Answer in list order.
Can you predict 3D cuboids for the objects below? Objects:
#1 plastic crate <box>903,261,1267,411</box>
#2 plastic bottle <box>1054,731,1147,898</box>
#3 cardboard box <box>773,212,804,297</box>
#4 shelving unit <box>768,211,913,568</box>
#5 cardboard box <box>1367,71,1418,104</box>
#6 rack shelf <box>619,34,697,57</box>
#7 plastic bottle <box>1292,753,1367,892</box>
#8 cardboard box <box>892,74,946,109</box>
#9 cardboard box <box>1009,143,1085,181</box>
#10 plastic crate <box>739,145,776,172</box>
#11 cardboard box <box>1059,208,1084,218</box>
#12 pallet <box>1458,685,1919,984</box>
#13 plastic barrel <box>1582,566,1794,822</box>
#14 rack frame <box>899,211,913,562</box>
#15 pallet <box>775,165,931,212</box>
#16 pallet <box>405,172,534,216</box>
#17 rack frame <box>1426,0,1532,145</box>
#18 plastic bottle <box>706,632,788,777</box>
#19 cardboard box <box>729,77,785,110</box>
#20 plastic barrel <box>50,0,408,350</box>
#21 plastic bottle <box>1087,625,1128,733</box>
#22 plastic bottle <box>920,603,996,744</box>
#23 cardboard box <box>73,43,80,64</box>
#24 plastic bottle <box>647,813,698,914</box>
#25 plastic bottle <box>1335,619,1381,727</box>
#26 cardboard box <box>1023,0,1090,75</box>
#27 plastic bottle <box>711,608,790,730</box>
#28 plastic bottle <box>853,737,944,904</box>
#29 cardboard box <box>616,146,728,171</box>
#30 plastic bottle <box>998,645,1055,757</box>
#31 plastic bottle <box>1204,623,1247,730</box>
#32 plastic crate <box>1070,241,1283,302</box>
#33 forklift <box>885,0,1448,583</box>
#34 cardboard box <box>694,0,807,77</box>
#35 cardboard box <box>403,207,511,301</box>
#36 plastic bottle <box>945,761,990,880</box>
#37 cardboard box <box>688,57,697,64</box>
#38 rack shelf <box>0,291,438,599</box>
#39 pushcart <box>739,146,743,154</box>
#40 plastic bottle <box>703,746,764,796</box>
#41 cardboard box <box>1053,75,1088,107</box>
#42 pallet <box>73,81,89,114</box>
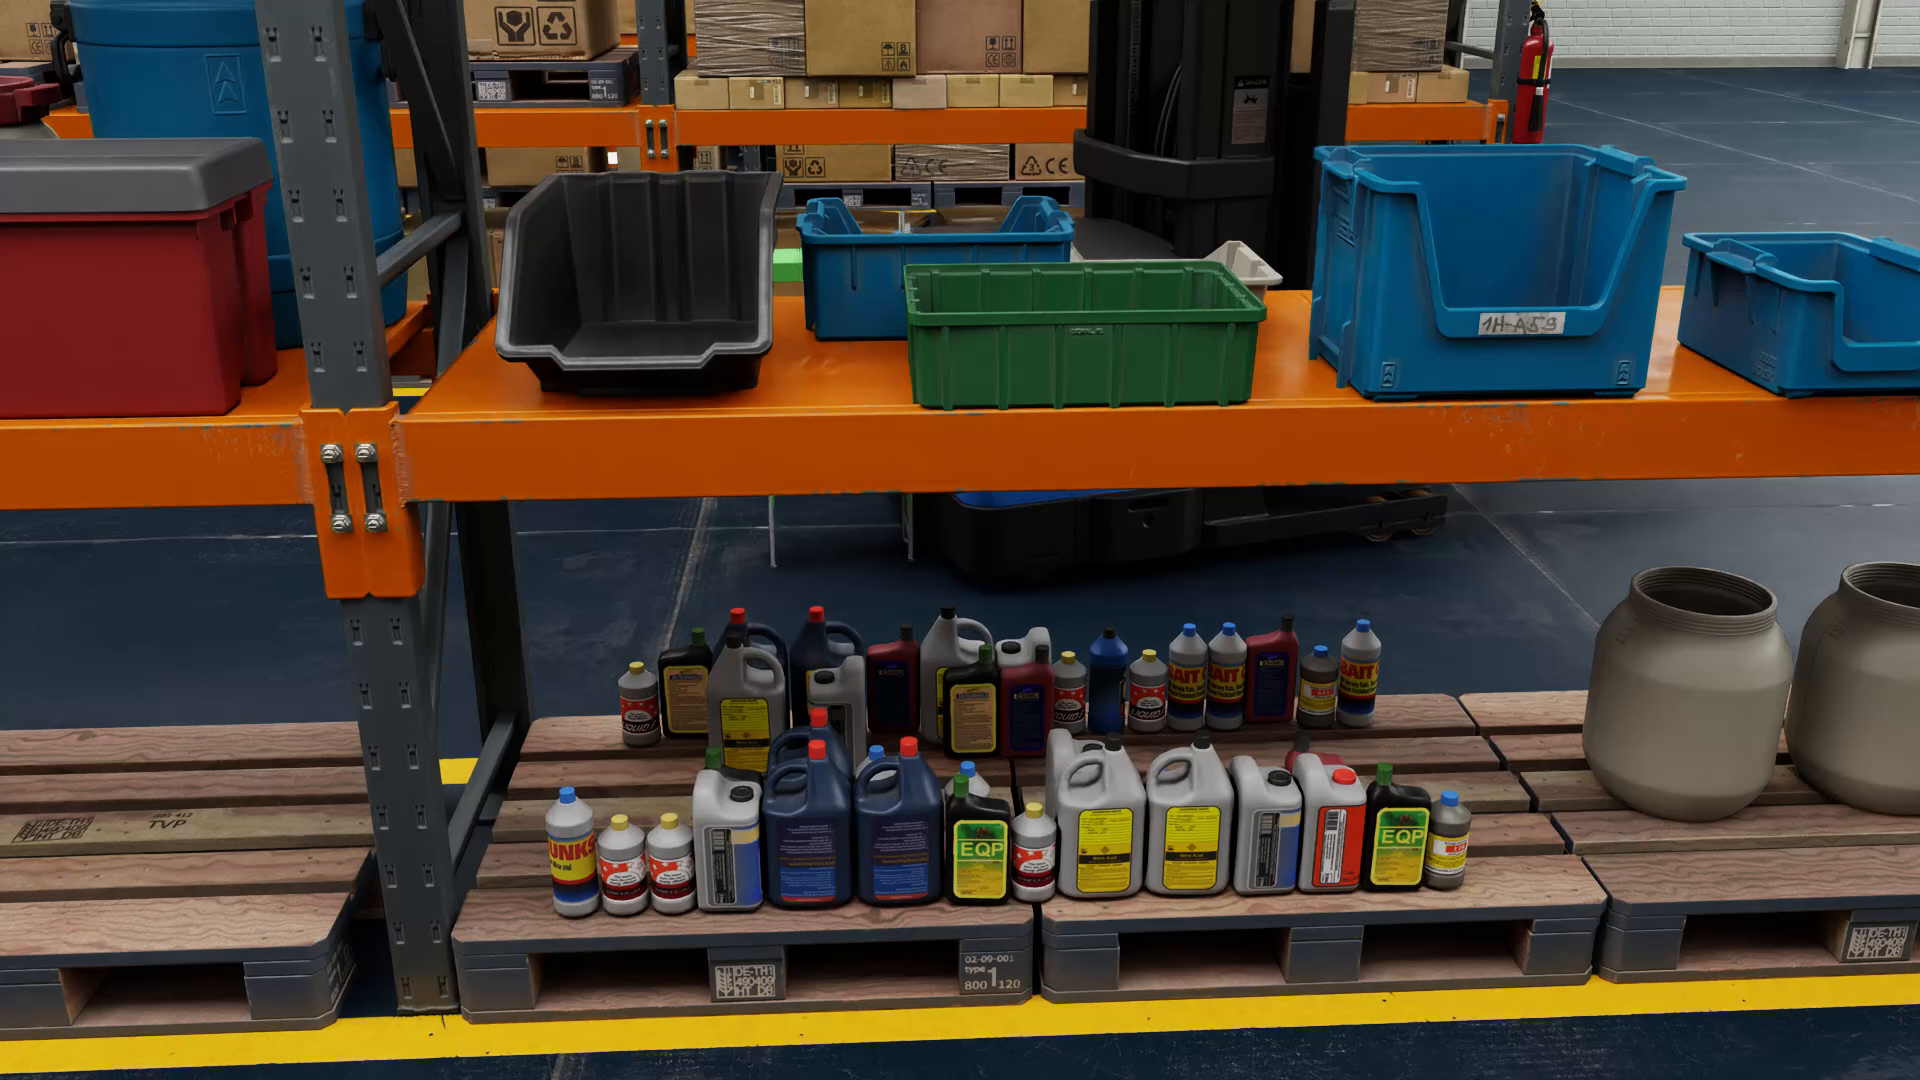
[{"bbox_3d":[0.225,-0.409,3.278,0.662,0.188,0.450,-1,21,-3],"label":"plastic crate"},{"bbox_3d":[0.296,0.570,3.513,0.185,0.351,0.144,-1,21,-3],"label":"plastic bottle"},{"bbox_3d":[-1.028,-1.362,8.407,0.500,0.500,0.500,-2,21,-5],"label":"cardboard box"},{"bbox_3d":[-0.430,-0.516,5.789,0.503,1.200,0.258,-3,21,-7],"label":"shelving unit"},{"bbox_3d":[2.042,-2.220,8.090,0.250,0.149,0.380,-1,21,-3],"label":"cardboard box"},{"bbox_3d":[-3.608,-3.728,12.707,4.000,0.370,1.077,-1,21,-3],"label":"rack shelf"},{"bbox_3d":[0.785,0.594,3.556,0.135,0.276,0.152,-1,21,-3],"label":"plastic bottle"},{"bbox_3d":[-0.198,-2.135,7.866,0.250,0.149,0.380,-1,21,-3],"label":"cardboard box"},{"bbox_3d":[0.830,-3.333,13.056,0.875,0.875,0.875,-1,21,-4],"label":"cardboard box"},{"bbox_3d":[-1.513,-3.286,14.407,0.662,0.188,0.450,10,33,25],"label":"plastic crate"},{"bbox_3d":[0.719,-1.413,8.539,0.500,0.500,0.500,1,21,2],"label":"cardboard box"},{"bbox_3d":[1.962,0.674,4.054,1.213,0.211,1.003,-1,21,-3],"label":"pallet"},{"bbox_3d":[1.694,0.355,3.879,0.421,0.512,0.421,0,21,0],"label":"plastic barrel"},{"bbox_3d":[-0.188,-0.526,5.817,0.015,1.200,0.240,-3,21,-7],"label":"rack frame"},{"bbox_3d":[-0.848,-2.789,13.149,1.213,0.211,1.003,-1,21,-3],"label":"pallet"},{"bbox_3d":[-3.599,-2.733,13.002,1.213,0.211,1.003,-1,21,-3],"label":"pallet"},{"bbox_3d":[2.564,-2.422,8.266,0.127,3.000,1.000,-1,21,-3],"label":"rack frame"},{"bbox_3d":[-0.512,0.387,3.993,0.185,0.351,0.144,-1,21,-3],"label":"plastic bottle"},{"bbox_3d":[-0.947,-2.121,7.829,0.250,0.149,0.380,-1,21,-3],"label":"cardboard box"},{"bbox_3d":[-1.550,-0.915,3.604,0.708,0.901,0.600,-1,21,-3],"label":"plastic barrel"},{"bbox_3d":[0.374,0.346,4.211,0.097,0.271,0.097,0,21,0],"label":"plastic bottle"},{"bbox_3d":[-0.006,0.325,4.155,0.185,0.351,0.144,-1,21,-3],"label":"plastic bottle"},{"bbox_3d":[-3.737,-2.338,7.666,0.500,0.250,0.500,-2,21,-5],"label":"cardboard box"},{"bbox_3d":[-0.601,0.666,3.470,0.097,0.201,0.097,0,21,0],"label":"plastic bottle"},{"bbox_3d":[1.019,0.333,4.246,0.097,0.271,0.097,0,21,0],"label":"plastic bottle"},{"bbox_3d":[0.519,-2.552,8.051,0.500,0.500,0.875,-1,21,-3],"label":"cardboard box"},{"bbox_3d":[-0.520,0.336,4.128,0.185,0.351,0.144,-2,21,-4],"label":"plastic bottle"},{"bbox_3d":[-0.129,0.579,3.490,0.185,0.351,0.144,-2,21,-5],"label":"plastic bottle"},{"bbox_3d":[-2.226,-3.205,12.894,0.750,0.750,1.050,-1,21,-3],"label":"cardboard box"},{"bbox_3d":[0.163,0.393,4.073,0.133,0.283,0.061,-1,21,-3],"label":"plastic bottle"},{"bbox_3d":[0.677,0.340,4.228,0.097,0.271,0.097,0,21,0],"label":"plastic bottle"},{"bbox_3d":[0.460,-0.581,3.801,0.437,0.136,0.530,-1,21,-3],"label":"plastic crate"},{"bbox_3d":[1.272,-1.531,6.022,3.031,2.935,1.130,-7,22,-19],"label":"forklift"},{"bbox_3d":[-0.977,-2.513,7.948,0.500,0.500,0.875,-1,21,-3],"label":"cardboard box"},{"bbox_3d":[-2.521,-1.370,8.398,0.500,0.500,0.700,-1,21,-3],"label":"cardboard box"},{"bbox_3d":[0.016,0.599,3.547,0.097,0.271,0.097,0,21,0],"label":"plastic bottle"},{"bbox_3d":[-3.578,-6.683,22.205,0.625,0.625,0.875,-1,21,-4],"label":"cardboard box"},{"bbox_3d":[-3.144,-0.204,3.452,4.000,0.370,1.077,-1,21,-3],"label":"rack shelf"},{"bbox_3d":[-1.815,-3.826,15.641,0.936,0.377,1.648,-9,23,-22],"label":"pushcart"},{"bbox_3d":[-0.489,0.578,3.586,0.133,0.283,0.061,-1,21,-3],"label":"plastic bottle"},{"bbox_3d":[0.546,-2.177,7.976,0.250,0.149,0.380,-1,21,-3],"label":"cardboard box"},{"bbox_3d":[-3.449,-2.224,8.017,1.213,0.211,1.003,-1,21,-3],"label":"pallet"}]
